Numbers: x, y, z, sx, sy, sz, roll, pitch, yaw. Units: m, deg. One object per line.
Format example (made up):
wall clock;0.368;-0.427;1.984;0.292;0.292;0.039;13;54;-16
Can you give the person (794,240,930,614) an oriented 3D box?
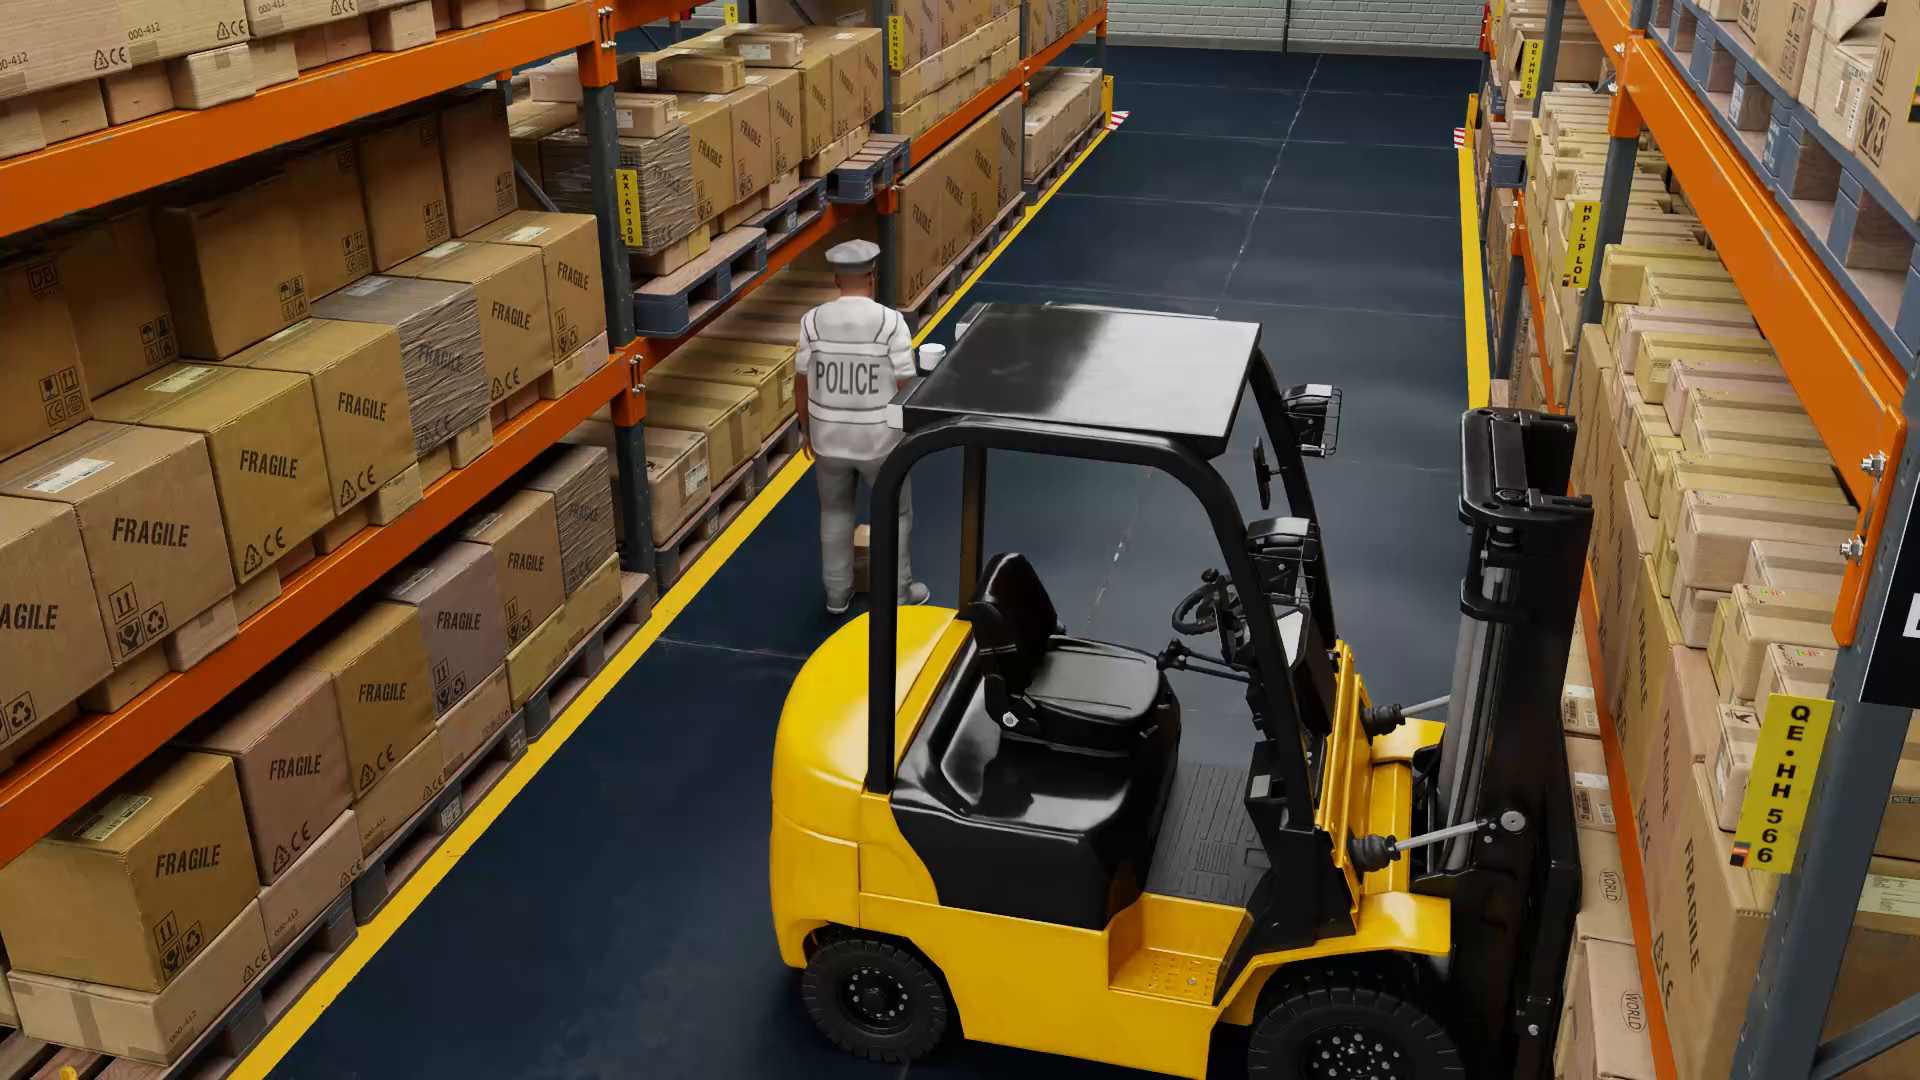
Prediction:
person;-0.460;-0.466;7.592;0.582;1.747;0.435;5;26;10
